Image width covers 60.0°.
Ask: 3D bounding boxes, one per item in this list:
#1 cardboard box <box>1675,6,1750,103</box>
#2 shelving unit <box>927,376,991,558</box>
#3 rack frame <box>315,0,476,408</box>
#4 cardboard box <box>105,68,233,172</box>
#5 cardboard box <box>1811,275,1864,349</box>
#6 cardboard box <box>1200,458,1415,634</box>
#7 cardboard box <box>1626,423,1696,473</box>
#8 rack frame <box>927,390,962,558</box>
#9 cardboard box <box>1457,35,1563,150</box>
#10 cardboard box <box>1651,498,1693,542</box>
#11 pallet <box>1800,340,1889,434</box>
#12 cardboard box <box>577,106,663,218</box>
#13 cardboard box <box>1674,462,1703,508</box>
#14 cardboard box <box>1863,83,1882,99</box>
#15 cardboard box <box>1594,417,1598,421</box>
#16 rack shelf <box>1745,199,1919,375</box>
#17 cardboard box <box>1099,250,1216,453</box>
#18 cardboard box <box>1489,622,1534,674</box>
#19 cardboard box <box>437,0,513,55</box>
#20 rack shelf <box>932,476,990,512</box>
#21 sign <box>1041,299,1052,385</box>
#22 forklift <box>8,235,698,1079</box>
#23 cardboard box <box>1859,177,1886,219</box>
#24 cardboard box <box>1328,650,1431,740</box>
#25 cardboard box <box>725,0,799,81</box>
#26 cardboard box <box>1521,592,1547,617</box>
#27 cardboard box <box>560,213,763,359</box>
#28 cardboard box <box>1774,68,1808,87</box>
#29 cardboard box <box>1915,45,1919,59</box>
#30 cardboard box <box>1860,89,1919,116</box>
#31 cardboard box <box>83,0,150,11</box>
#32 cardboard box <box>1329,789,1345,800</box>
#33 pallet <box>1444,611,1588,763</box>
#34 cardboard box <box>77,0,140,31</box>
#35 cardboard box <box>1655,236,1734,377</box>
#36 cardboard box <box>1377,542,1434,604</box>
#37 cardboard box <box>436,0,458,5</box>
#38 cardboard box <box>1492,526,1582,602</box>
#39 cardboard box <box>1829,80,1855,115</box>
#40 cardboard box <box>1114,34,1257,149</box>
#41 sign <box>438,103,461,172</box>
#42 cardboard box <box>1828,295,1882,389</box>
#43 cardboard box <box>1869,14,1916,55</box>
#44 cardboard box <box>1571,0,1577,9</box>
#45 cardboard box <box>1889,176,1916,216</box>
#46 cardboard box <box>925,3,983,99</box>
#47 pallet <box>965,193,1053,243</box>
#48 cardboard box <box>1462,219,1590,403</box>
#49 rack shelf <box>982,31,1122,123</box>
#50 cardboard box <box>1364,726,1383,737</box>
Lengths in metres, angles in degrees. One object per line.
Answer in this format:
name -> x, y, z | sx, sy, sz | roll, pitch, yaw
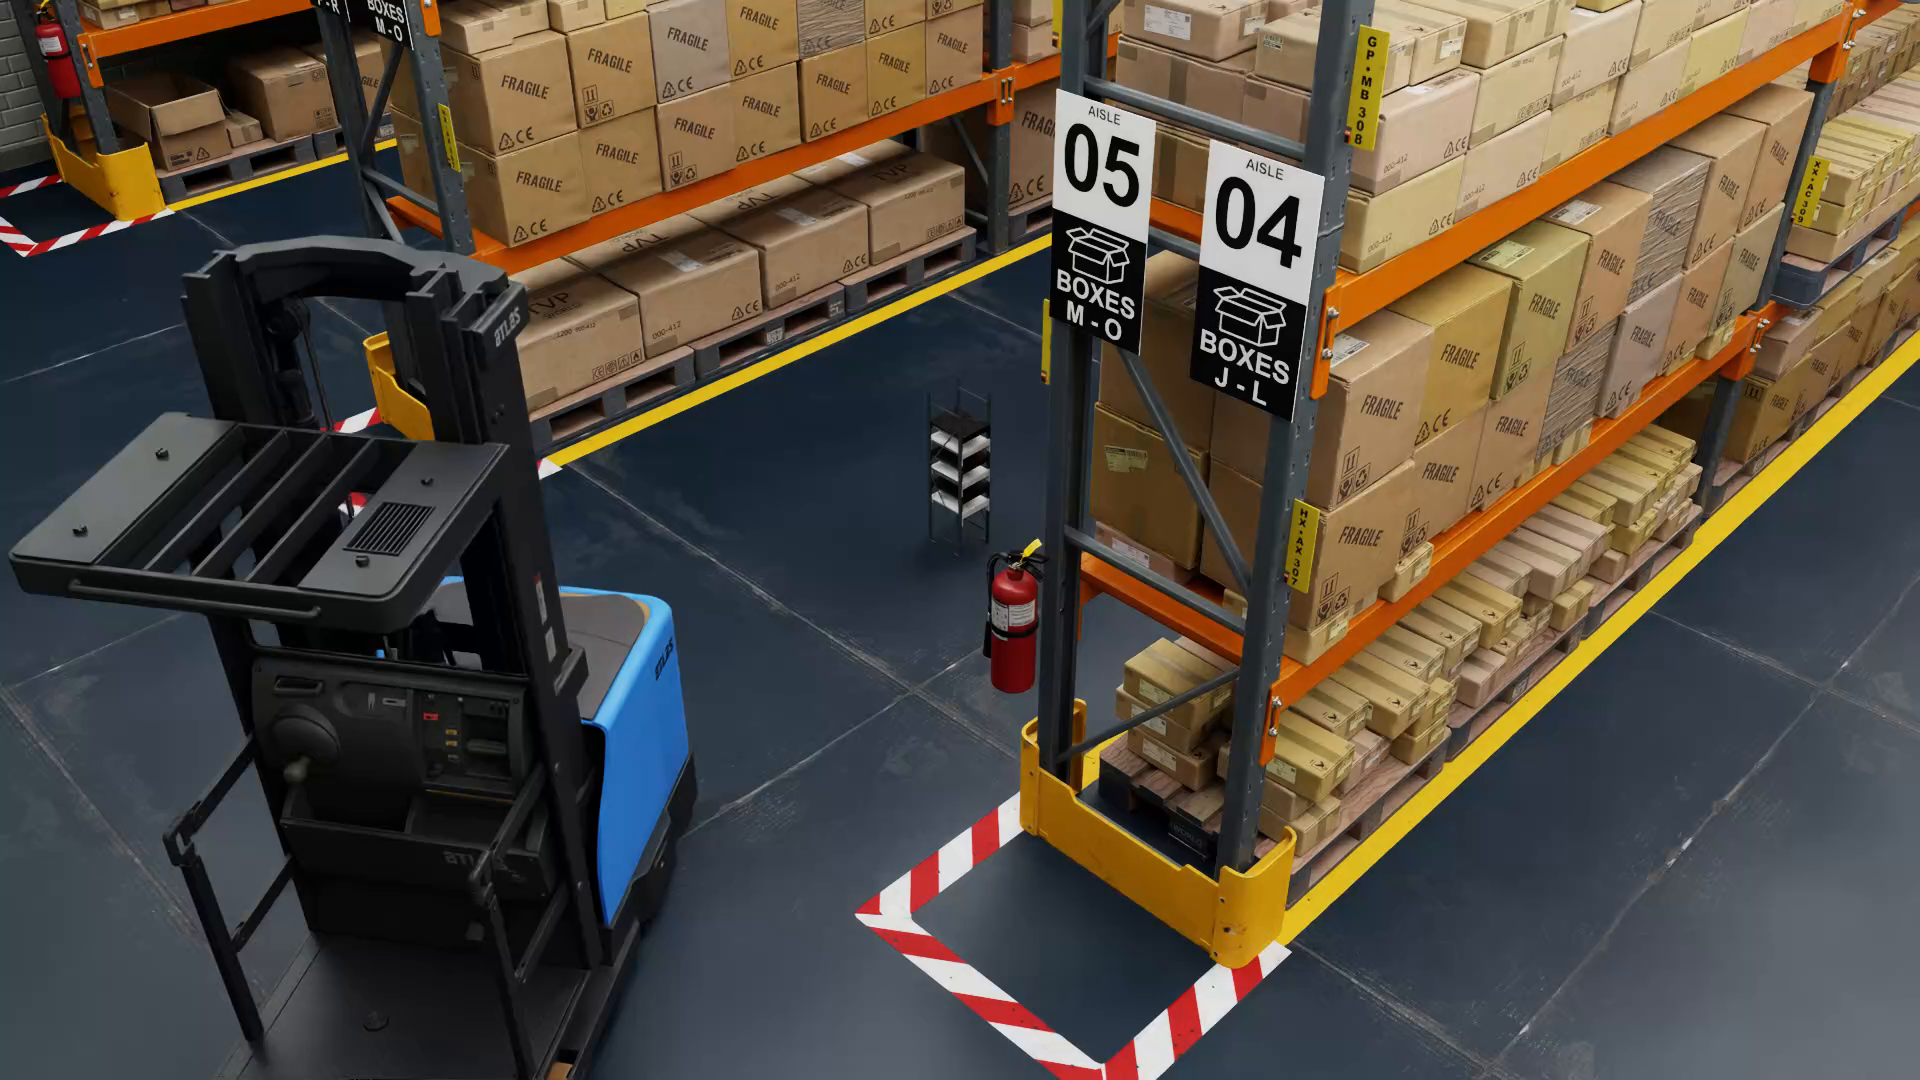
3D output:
cardboard box -> 2.652, -1.923, 6.384 | 0.500, 0.250, 0.500 | 29, 44, 35
shelving unit -> -0.006, -0.366, 8.479 | 0.258, 0.900, 0.210 | 30, 45, 35
rack frame -> -2.878, -1.797, 8.695 | 1.000, 3.000, 0.127 | 30, 45, 35
cardboard box -> -5.905, -3.154, 12.456 | 0.797, 0.503, 0.637 | 28, 43, 34
cardboard box -> 4.606, -1.332, 9.190 | 0.500, 0.250, 0.500 | -29, 44, -34
cardboard box -> 1.218, -0.077, 5.881 | 0.500, 0.500, 0.500 | -28, 43, -34
cardboard box -> 3.458, -0.464, 8.389 | 0.250, 0.149, 0.380 | -29, 44, -34
rack frame -> -0.077, -0.325, 8.419 | 0.240, 0.900, 0.006 | 30, 45, 35
cardboard box -> 1.567, -1.502, 5.344 | 0.500, 0.250, 0.500 | 29, 44, 35
cardboard box -> 3.489, -0.173, 8.491 | 0.250, 0.149, 0.380 | -29, 44, -35
pallet -> 4.931, -1.137, 10.186 | 1.003, 0.211, 1.213 | 30, 45, 35
cardboard box -> -2.000, -2.133, 9.090 | 0.500, 0.500, 0.500 | 29, 44, 35
cardboard box -> 3.528, -0.335, 8.464 | 0.250, 0.149, 0.380 | -29, 44, -35
cardboard box -> 5.130, -2.621, 9.730 | 0.250, 0.149, 0.380 | -28, 44, -34
cardboard box -> 2.567, -0.621, 7.229 | 0.380, 0.149, 0.250 | 29, 44, 35
rack shelf -> 4.933, -1.983, 9.591 | 1.077, 0.370, 4.000 | 30, 45, 35
cardboard box -> 0.852, -0.702, 5.903 | 0.500, 0.500, 0.500 | 29, 44, 34
cardboard box -> 2.382, 0.437, 7.616 | 0.380, 0.149, 0.250 | 30, 45, 35
cardboard box -> -2.432, -2.546, 8.241 | 0.250, 0.149, 0.380 | -29, 44, -35
rack shelf -> -0.006, -0.265, 8.549 | 0.258, 0.077, 0.200 | 30, 45, 35
sign -> 0.326, -0.679, 5.804 | 0.100, 0.325, 0.005 | 30, 45, 35
forklift -> -1.880, 0.684, 5.198 | 1.130, 2.935, 3.031 | 6, 35, 8
cardboard box -> 4.309, -1.738, 8.203 | 0.380, 0.149, 0.250 | 29, 44, 34
cardboard box -> 1.693, 0.624, 6.829 | 0.380, 0.149, 0.250 | 29, 44, 35
cardboard box -> -1.271, -2.955, 9.395 | 0.500, 0.500, 0.500 | -30, 45, -35
cardboard box -> 2.555, 0.170, 7.740 | 0.380, 0.149, 0.250 | 27, 43, 33
cardboard box -> -1.845, -1.601, 10.287 | 0.875, 0.438, 0.875 | -29, 44, -34
cardboard box -> 4.401, -2.440, 8.949 | 0.380, 0.149, 0.250 | 28, 44, 34
cardboard box -> 5.670, -3.055, 10.092 | 0.250, 0.149, 0.380 | -28, 43, -34
cardboard box -> 4.860, -2.177, 8.573 | 0.380, 0.149, 0.250 | 29, 44, 35
cardboard box -> -5.892, -3.932, 11.627 | 0.500, 0.250, 0.500 | -30, 45, -35
cardboard box -> 1.428, 0.932, 6.908 | 0.380, 0.149, 0.250 | 29, 44, 35
pallet -> 2.216, 0.462, 7.894 | 1.003, 0.211, 1.213 | 30, 45, 35
cardboard box -> -5.977, -3.715, 11.666 | 0.380, 0.149, 0.250 | 29, 44, 35
cardboard box -> 3.017, -1.109, 7.361 | 0.500, 0.500, 0.500 | 28, 44, 34
cardboard box -> 1.544, 0.053, 6.262 | 0.380, 0.149, 0.250 | 28, 44, 34
cardboard box -> -2.767, -2.740, 8.519 | 0.250, 0.149, 0.380 | -29, 44, -35
cardboard box -> 2.591, 0.095, 7.587 | 0.380, 0.149, 0.250 | 28, 44, 34
cardboard box -> 4.766, -2.532, 9.341 | 0.250, 0.149, 0.380 | -28, 44, -34
cardboard box -> 0.850, -1.506, 5.350 | 0.500, 0.250, 0.500 | 28, 44, 34
sign -> -2.489, -1.958, 8.100 | 0.100, 0.325, 0.005 | 30, 45, 35
cardboard box -> 4.964, -1.240, 9.714 | 0.500, 0.500, 0.500 | -29, 44, -35
cardboard box -> 5.329, -2.979, 9.722 | 0.380, 0.149, 0.250 | 28, 43, 34
cardboard box -> 1.809, -1.842, 5.483 | 0.250, 0.149, 0.380 | -29, 44, -34
cardboard box -> 4.676, -1.826, 8.590 | 0.250, 0.149, 0.380 | -29, 44, -35
cardboard box -> -0.205, -3.170, 10.577 | 0.500, 0.500, 0.500 | -29, 44, -35
pallet -> 0.430, -2.620, 12.313 | 1.003, 0.211, 1.213 | 30, 45, 35
cardboard box -> 1.944, -0.901, 6.188 | 0.500, 0.500, 0.500 | 28, 44, 34
rack shelf -> 1.349, -3.937, 12.393 | 1.077, 0.370, 4.000 | 30, 45, 35
cardboard box -> 1.600, 0.700, 6.980 | 0.250, 0.149, 0.380 | -29, 44, -35
